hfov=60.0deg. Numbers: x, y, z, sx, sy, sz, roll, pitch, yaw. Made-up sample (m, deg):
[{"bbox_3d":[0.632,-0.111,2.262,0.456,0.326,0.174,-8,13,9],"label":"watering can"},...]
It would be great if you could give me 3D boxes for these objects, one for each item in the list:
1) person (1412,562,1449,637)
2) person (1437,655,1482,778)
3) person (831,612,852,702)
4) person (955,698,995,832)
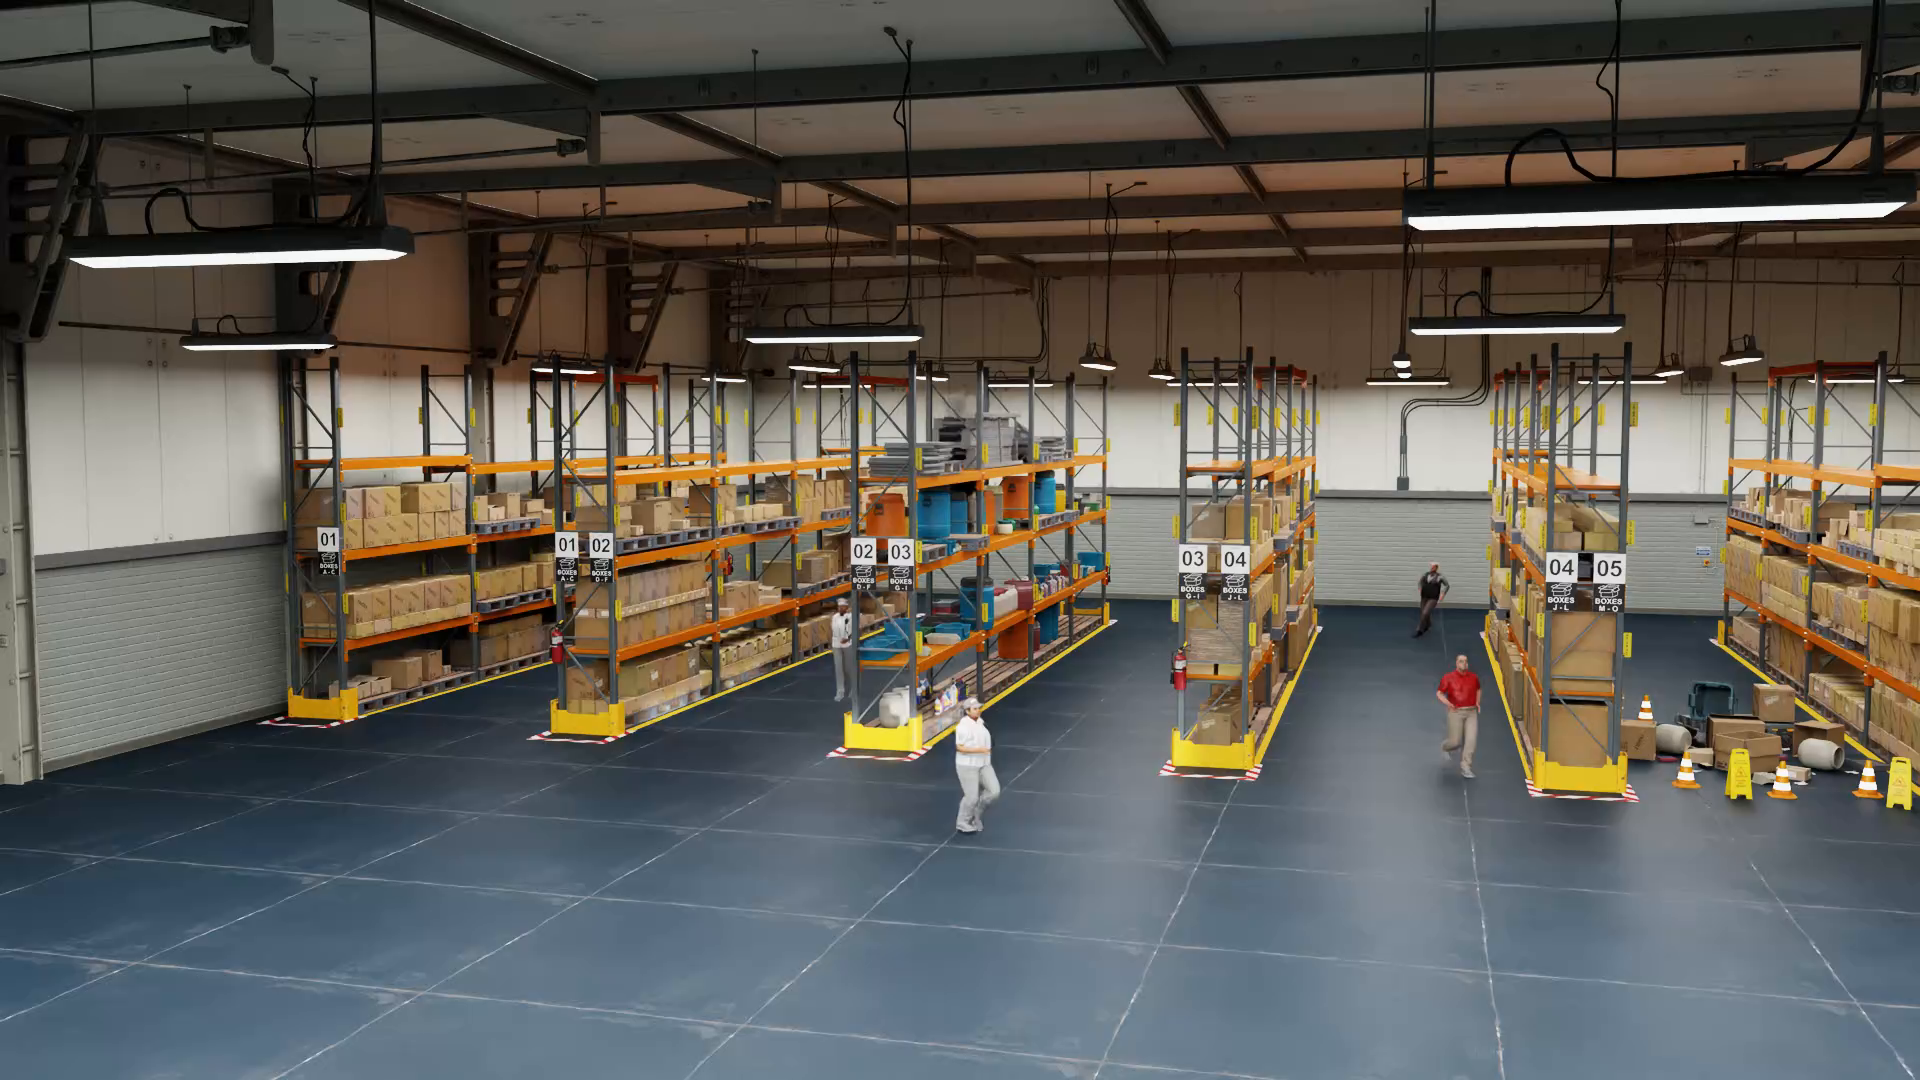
[{"bbox_3d":[10.747,1.354,38.036,0.953,1.702,0.729,-4,6,-44],"label":"person"},{"bbox_3d":[7.036,2.450,23.319,0.662,1.670,0.795,0,4,-3],"label":"person"},{"bbox_3d":[-1.962,1.944,27.949,0.546,1.475,0.697,1,4,18],"label":"person"},{"bbox_3d":[0.138,2.715,20.012,0.427,1.647,0.537,4,6,41],"label":"person"}]
